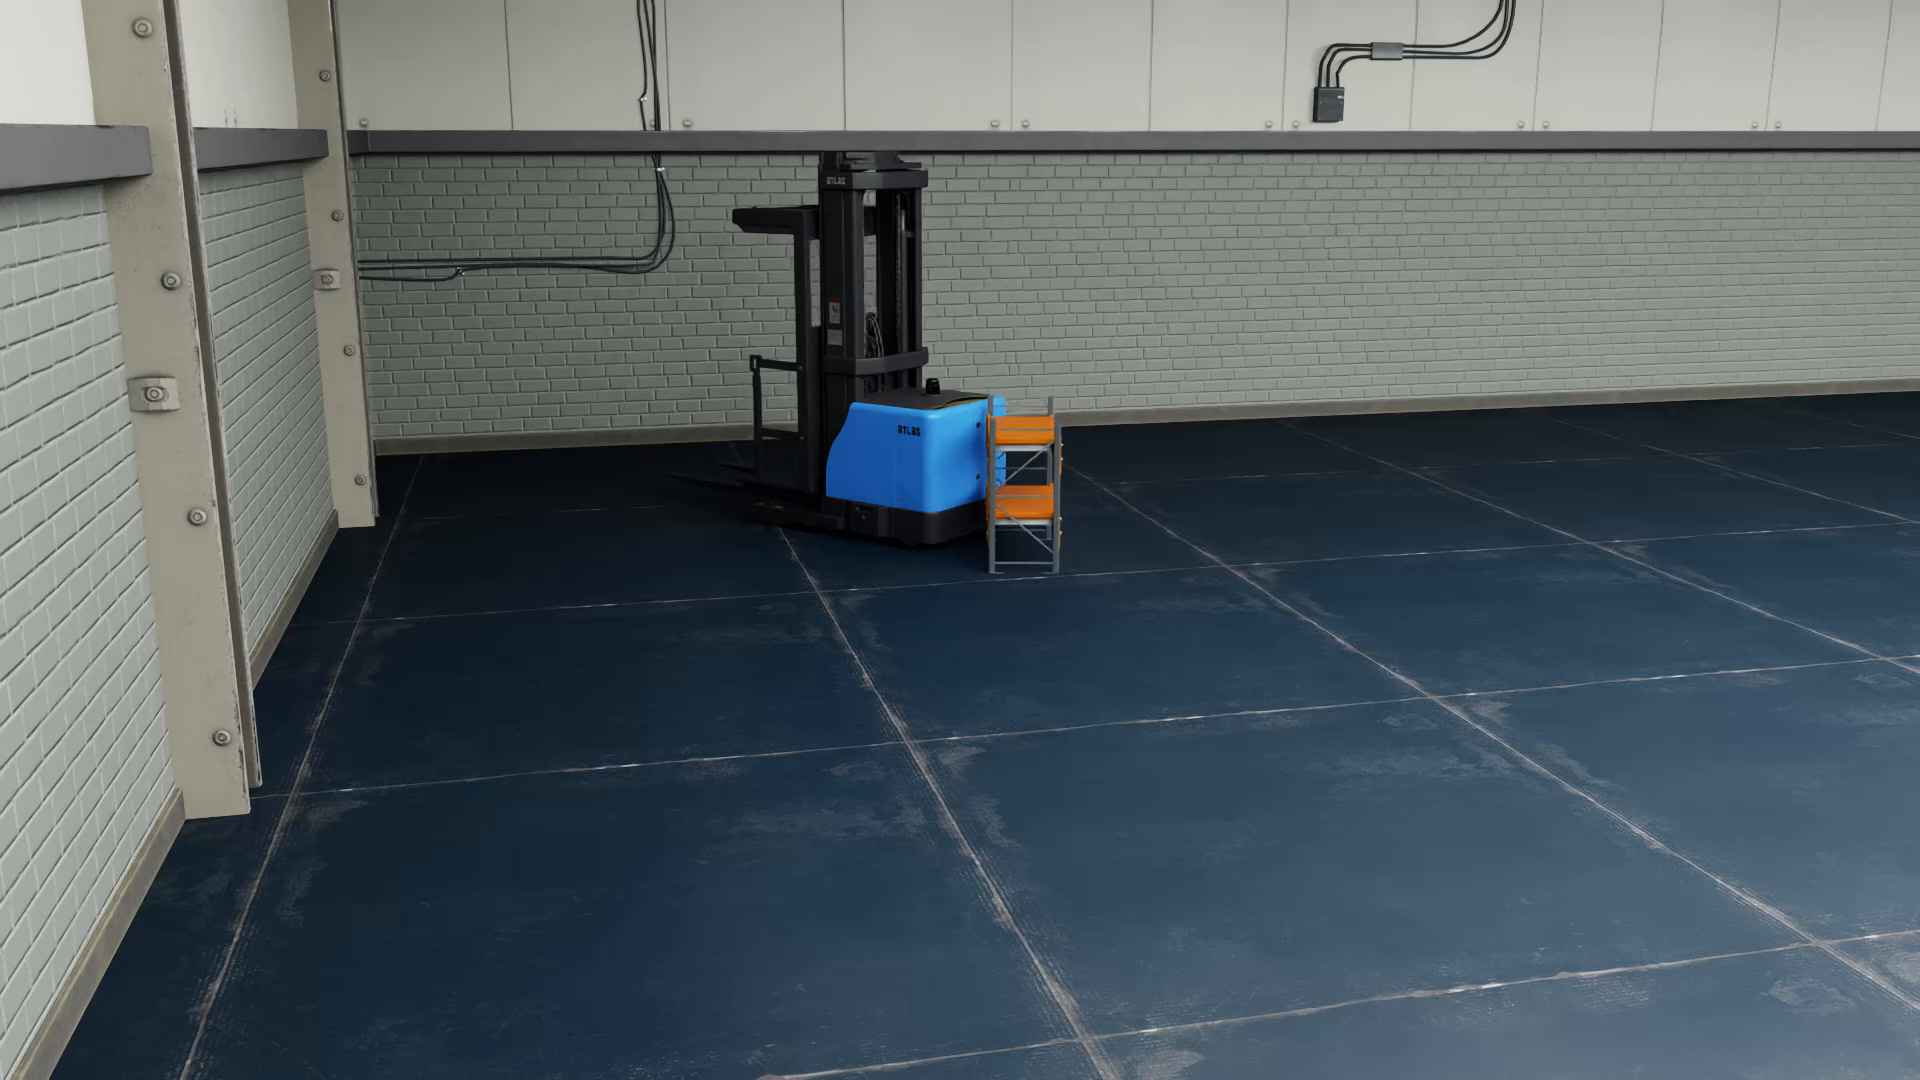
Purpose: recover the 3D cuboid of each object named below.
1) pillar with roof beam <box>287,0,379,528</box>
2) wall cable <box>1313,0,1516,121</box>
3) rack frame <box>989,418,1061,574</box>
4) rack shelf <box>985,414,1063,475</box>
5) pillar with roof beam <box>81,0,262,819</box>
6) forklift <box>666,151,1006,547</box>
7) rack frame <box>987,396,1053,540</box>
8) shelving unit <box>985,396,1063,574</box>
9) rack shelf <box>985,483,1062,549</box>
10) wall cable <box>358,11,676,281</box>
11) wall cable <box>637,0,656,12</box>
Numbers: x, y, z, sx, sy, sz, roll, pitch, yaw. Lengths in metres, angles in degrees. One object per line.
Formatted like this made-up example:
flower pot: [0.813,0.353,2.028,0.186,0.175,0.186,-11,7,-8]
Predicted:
pillar with roof beam: [-0.725,-4.761,13.455,9.100,9.000,0.400,-3,14,-13]
wall cable: [4.915,-7.452,17.304,2.305,6.003,0.169,-3,14,-13]
rack frame: [0.458,-0.305,11.807,0.500,1.125,0.032,0,14,0]
rack shelf: [0.459,-0.710,12.232,0.538,0.278,1.000,0,14,0]
pillar with roof beam: [0.684,-3.377,7.789,9.100,9.000,0.400,-3,14,-13]
forklift: [-1.112,-1.625,13.401,3.031,2.935,1.130,10,17,35]
rack frame: [0.460,-0.547,12.795,0.500,1.125,0.032,0,14,0]
shelving unit: [0.459,-0.426,12.301,0.538,1.125,1.048,0,14,0]
rack shelf: [0.459,-0.189,12.359,0.538,0.278,1.000,0,14,0]
wall cable: [-4.316,-3.766,15.925,3.097,2.526,0.112,-3,14,-13]
wall cable: [-1.687,-6.370,15.943,3.097,2.526,0.112,-3,14,-13]
